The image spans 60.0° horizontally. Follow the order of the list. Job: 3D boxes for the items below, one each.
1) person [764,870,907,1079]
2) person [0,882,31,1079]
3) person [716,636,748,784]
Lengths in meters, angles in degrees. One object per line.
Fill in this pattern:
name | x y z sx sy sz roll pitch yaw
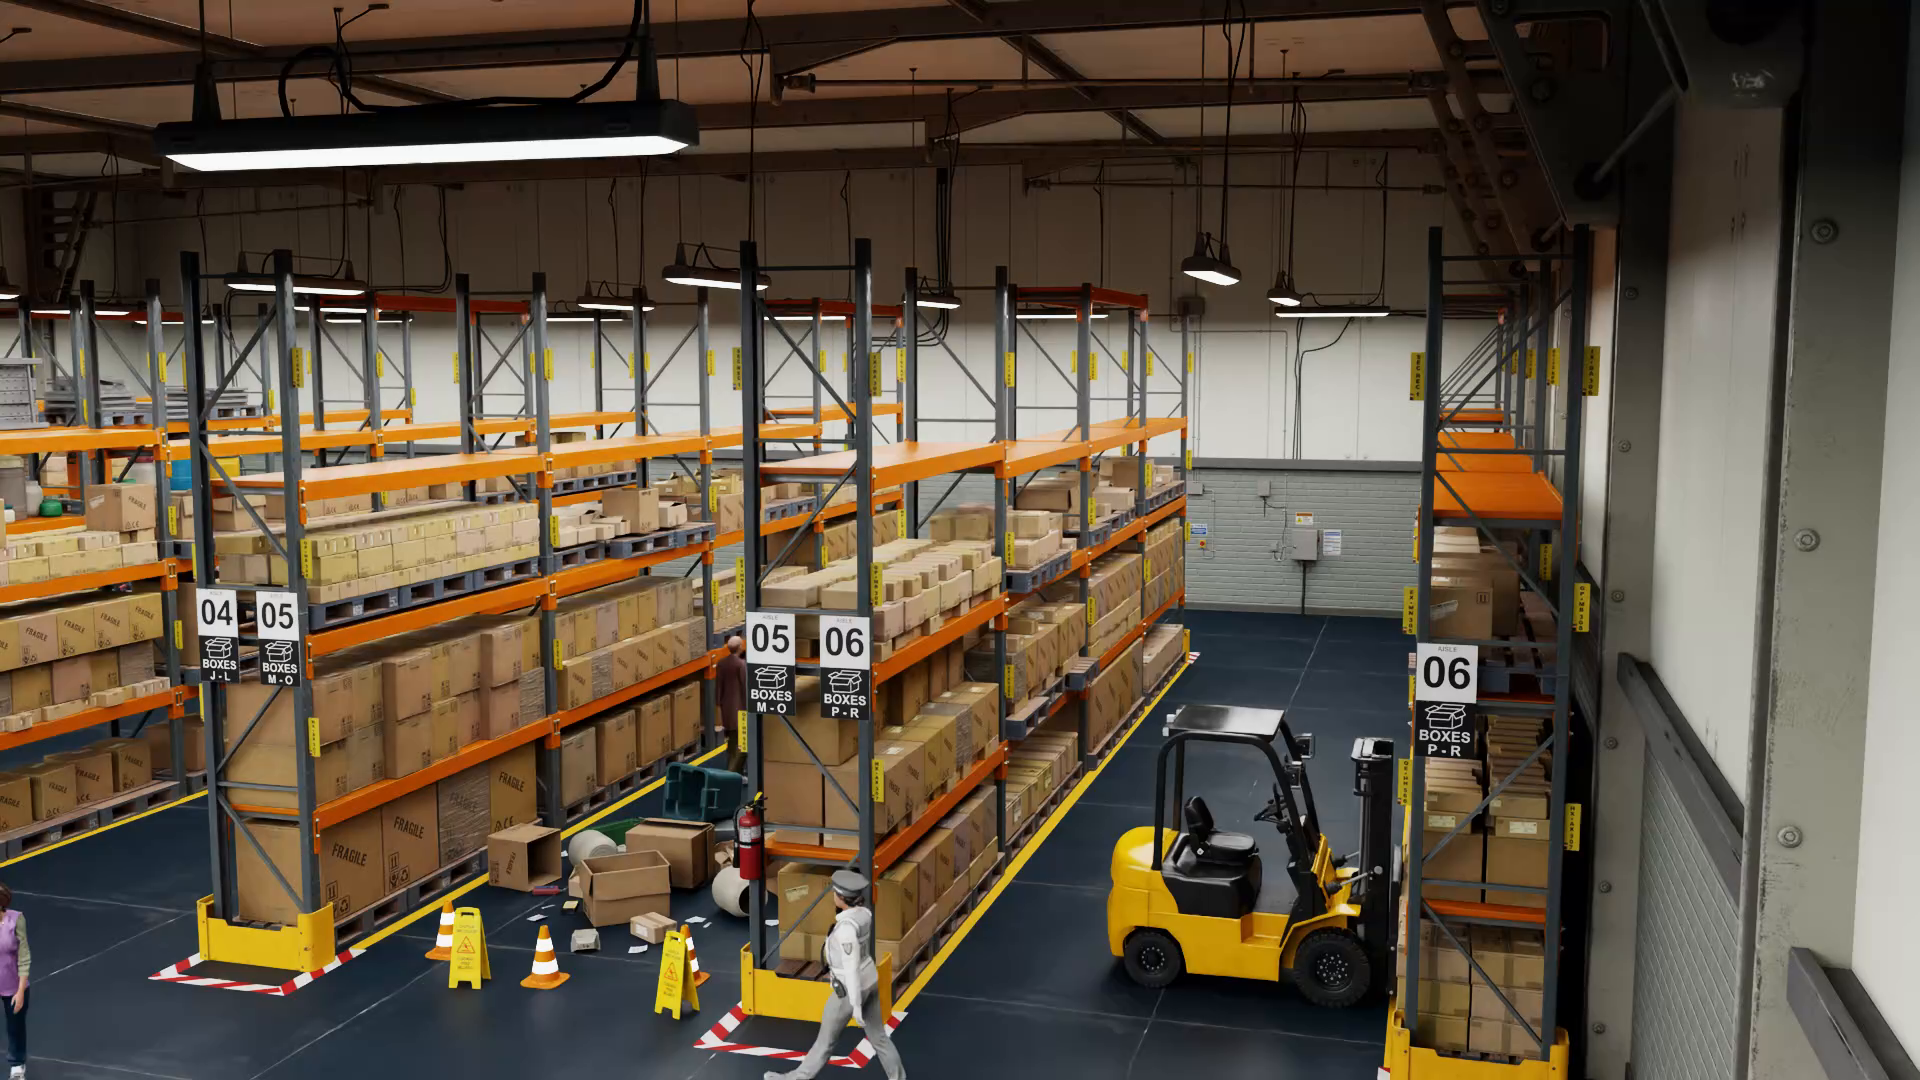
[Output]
person | -0.823 3.065 11.470 1.023 1.618 0.511 3 7 23
person | -6.645 3.094 11.490 0.426 1.544 0.784 -3 7 -27
person | -2.729 2.045 20.078 0.633 1.778 0.587 6 9 41
